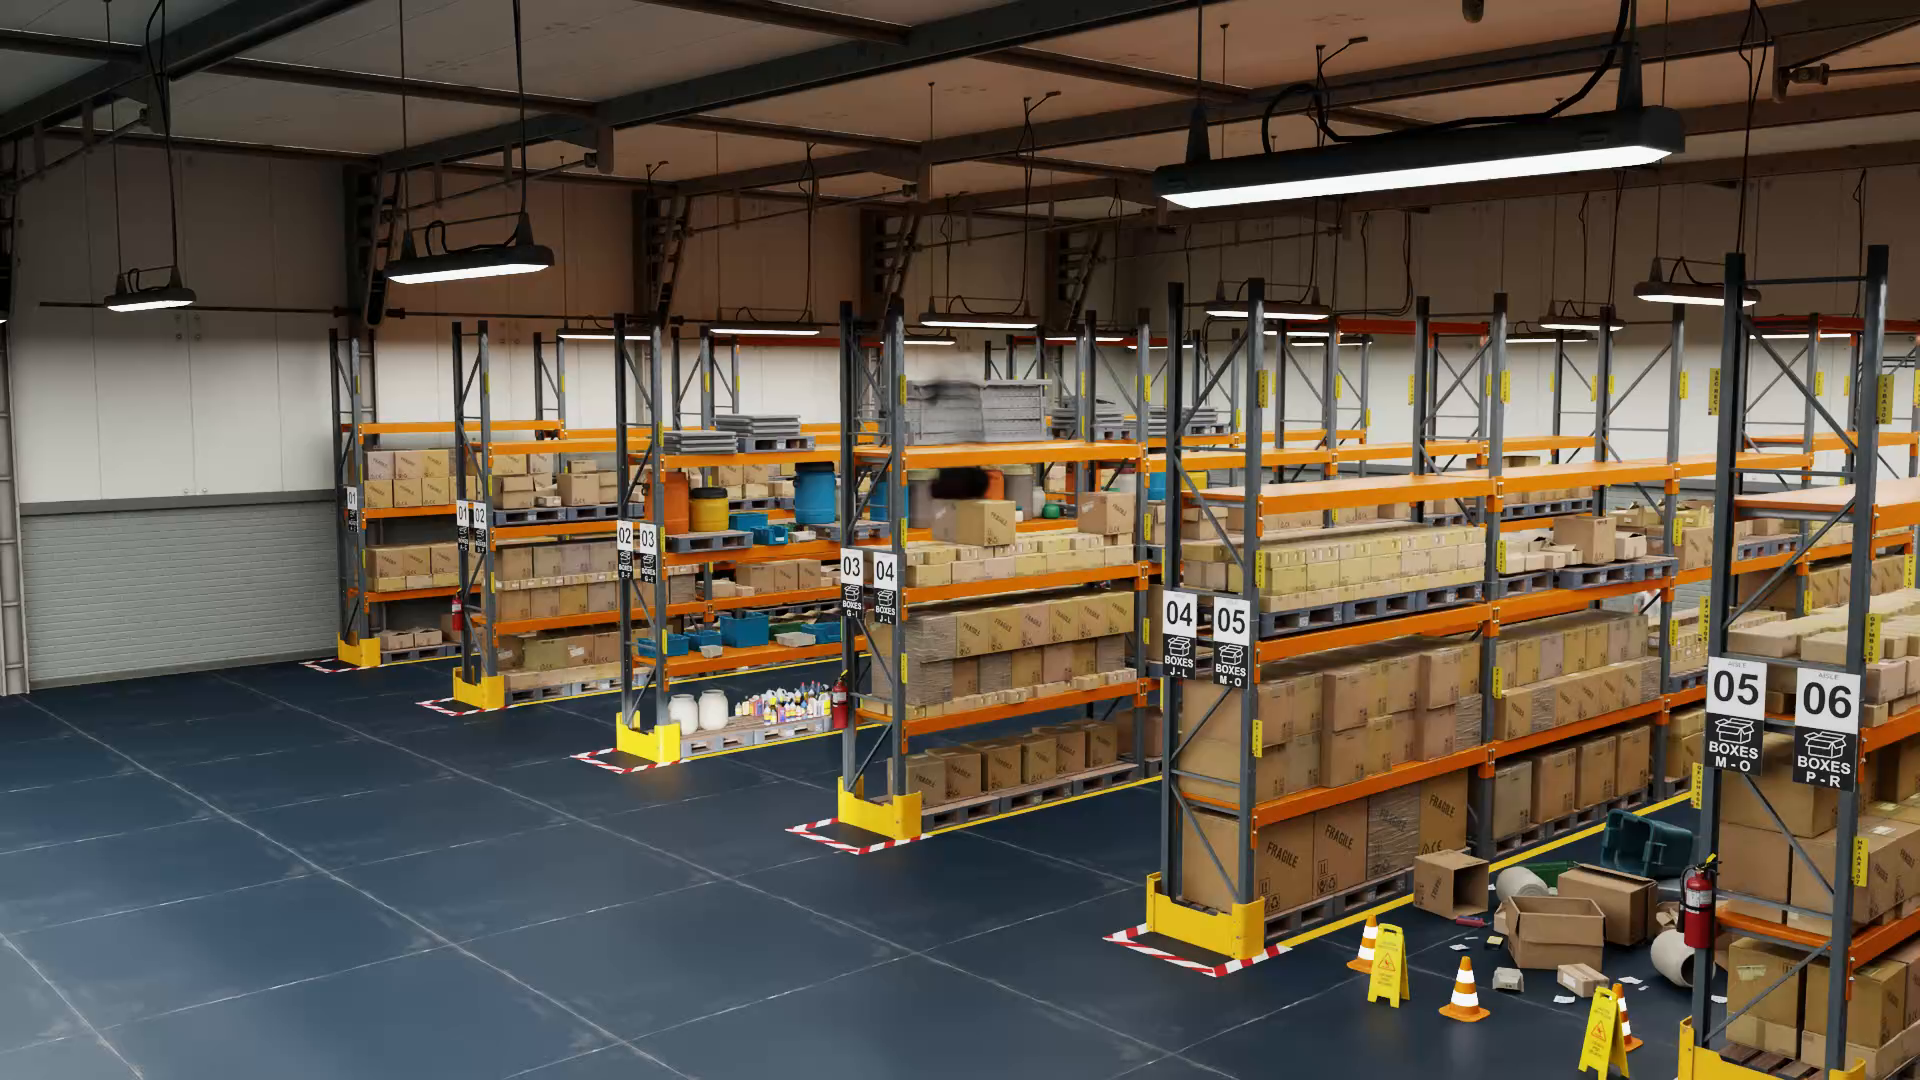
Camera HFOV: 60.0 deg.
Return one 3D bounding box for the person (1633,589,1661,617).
[{"bbox_3d":[12.038,1.454,28.820,0.671,1.715,0.582,0,6,3],"label":"person"}]
